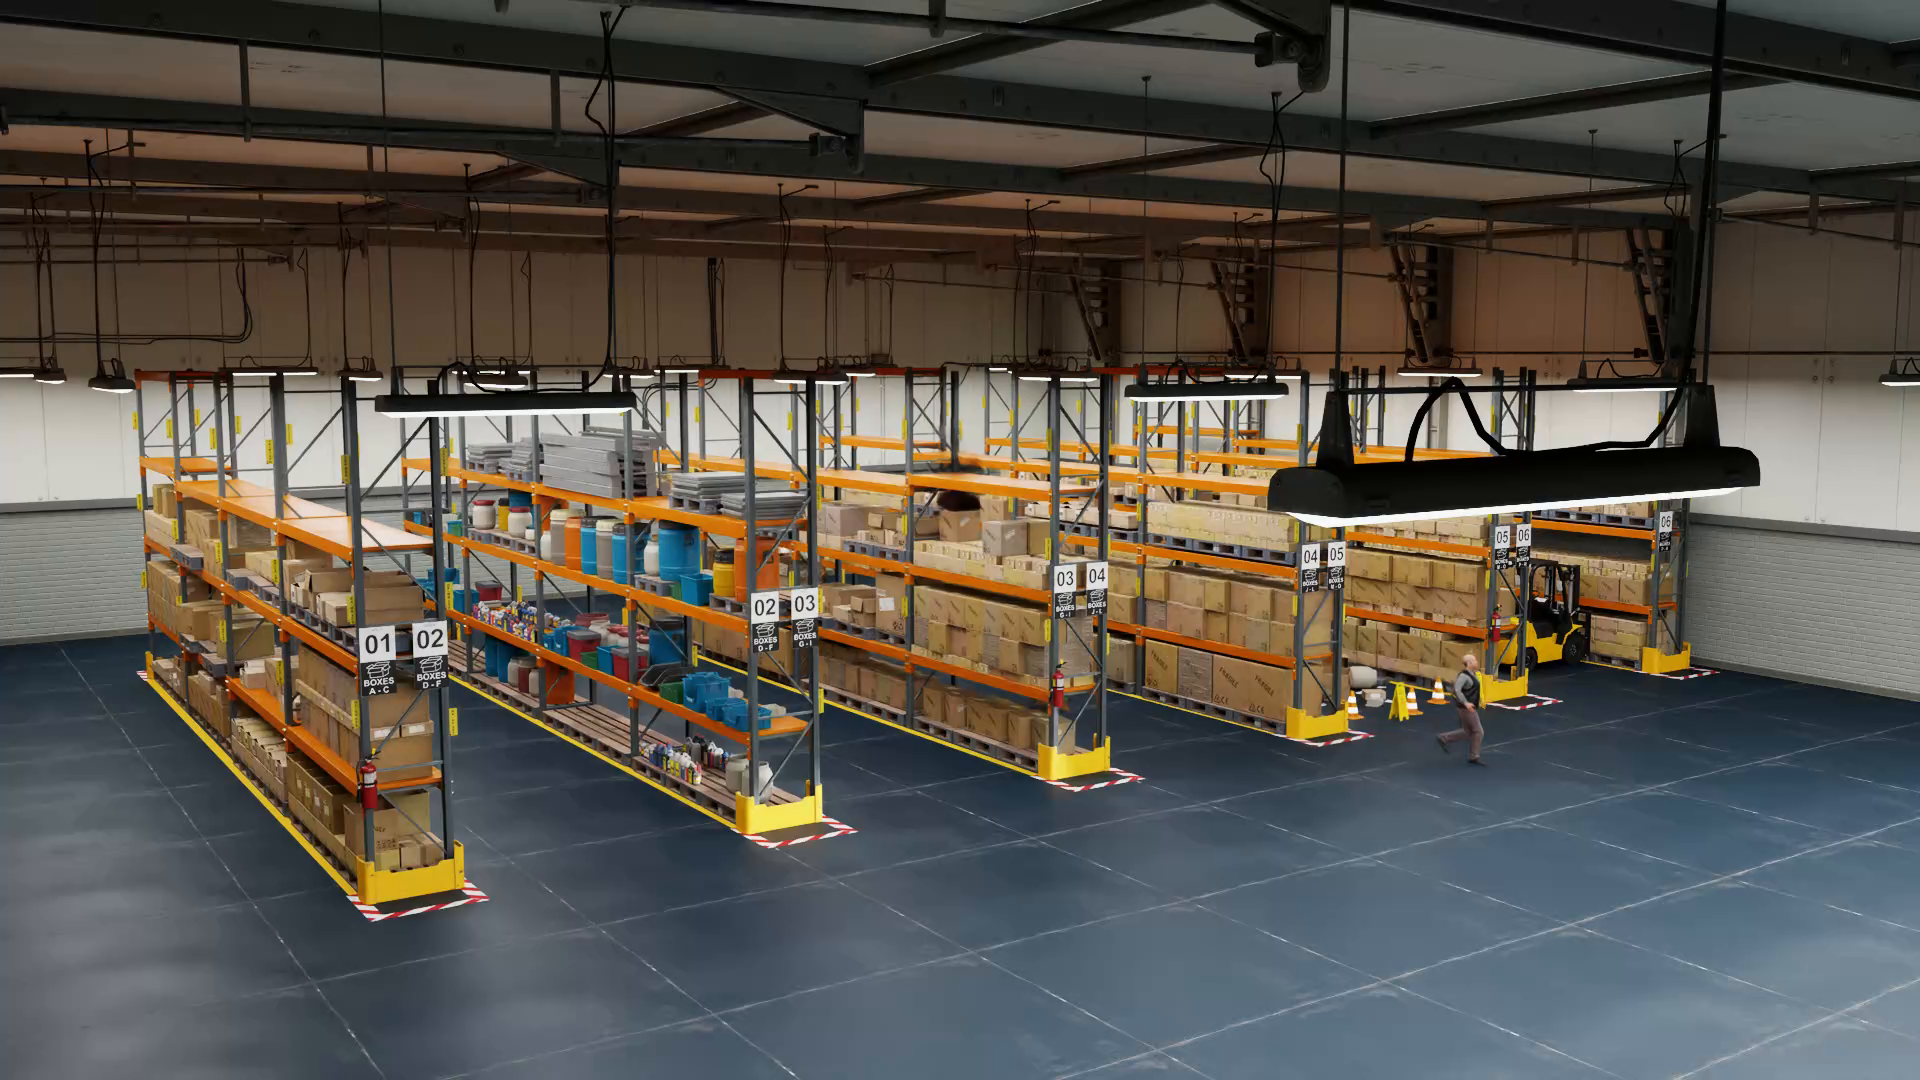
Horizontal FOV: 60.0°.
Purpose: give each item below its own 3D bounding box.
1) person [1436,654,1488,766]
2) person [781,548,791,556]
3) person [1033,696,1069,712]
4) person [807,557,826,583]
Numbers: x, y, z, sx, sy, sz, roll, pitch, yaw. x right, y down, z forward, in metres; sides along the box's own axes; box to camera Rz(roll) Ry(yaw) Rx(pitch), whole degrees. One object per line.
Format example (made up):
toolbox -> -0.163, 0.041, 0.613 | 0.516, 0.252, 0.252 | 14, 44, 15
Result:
person -> 7.774, 2.604, 25.690 | 0.796, 1.707, 0.678 | 3, 7, 22
person -> -4.262, 1.028, 39.514 | 0.823, 1.703, 0.541 | -2, 7, -20
person -> 1.712, 2.129, 29.422 | 0.673, 1.820, 0.902 | -5, 8, -39
person -> -3.396, 1.163, 38.298 | 0.728, 1.728, 0.656 | -3, 7, -27
